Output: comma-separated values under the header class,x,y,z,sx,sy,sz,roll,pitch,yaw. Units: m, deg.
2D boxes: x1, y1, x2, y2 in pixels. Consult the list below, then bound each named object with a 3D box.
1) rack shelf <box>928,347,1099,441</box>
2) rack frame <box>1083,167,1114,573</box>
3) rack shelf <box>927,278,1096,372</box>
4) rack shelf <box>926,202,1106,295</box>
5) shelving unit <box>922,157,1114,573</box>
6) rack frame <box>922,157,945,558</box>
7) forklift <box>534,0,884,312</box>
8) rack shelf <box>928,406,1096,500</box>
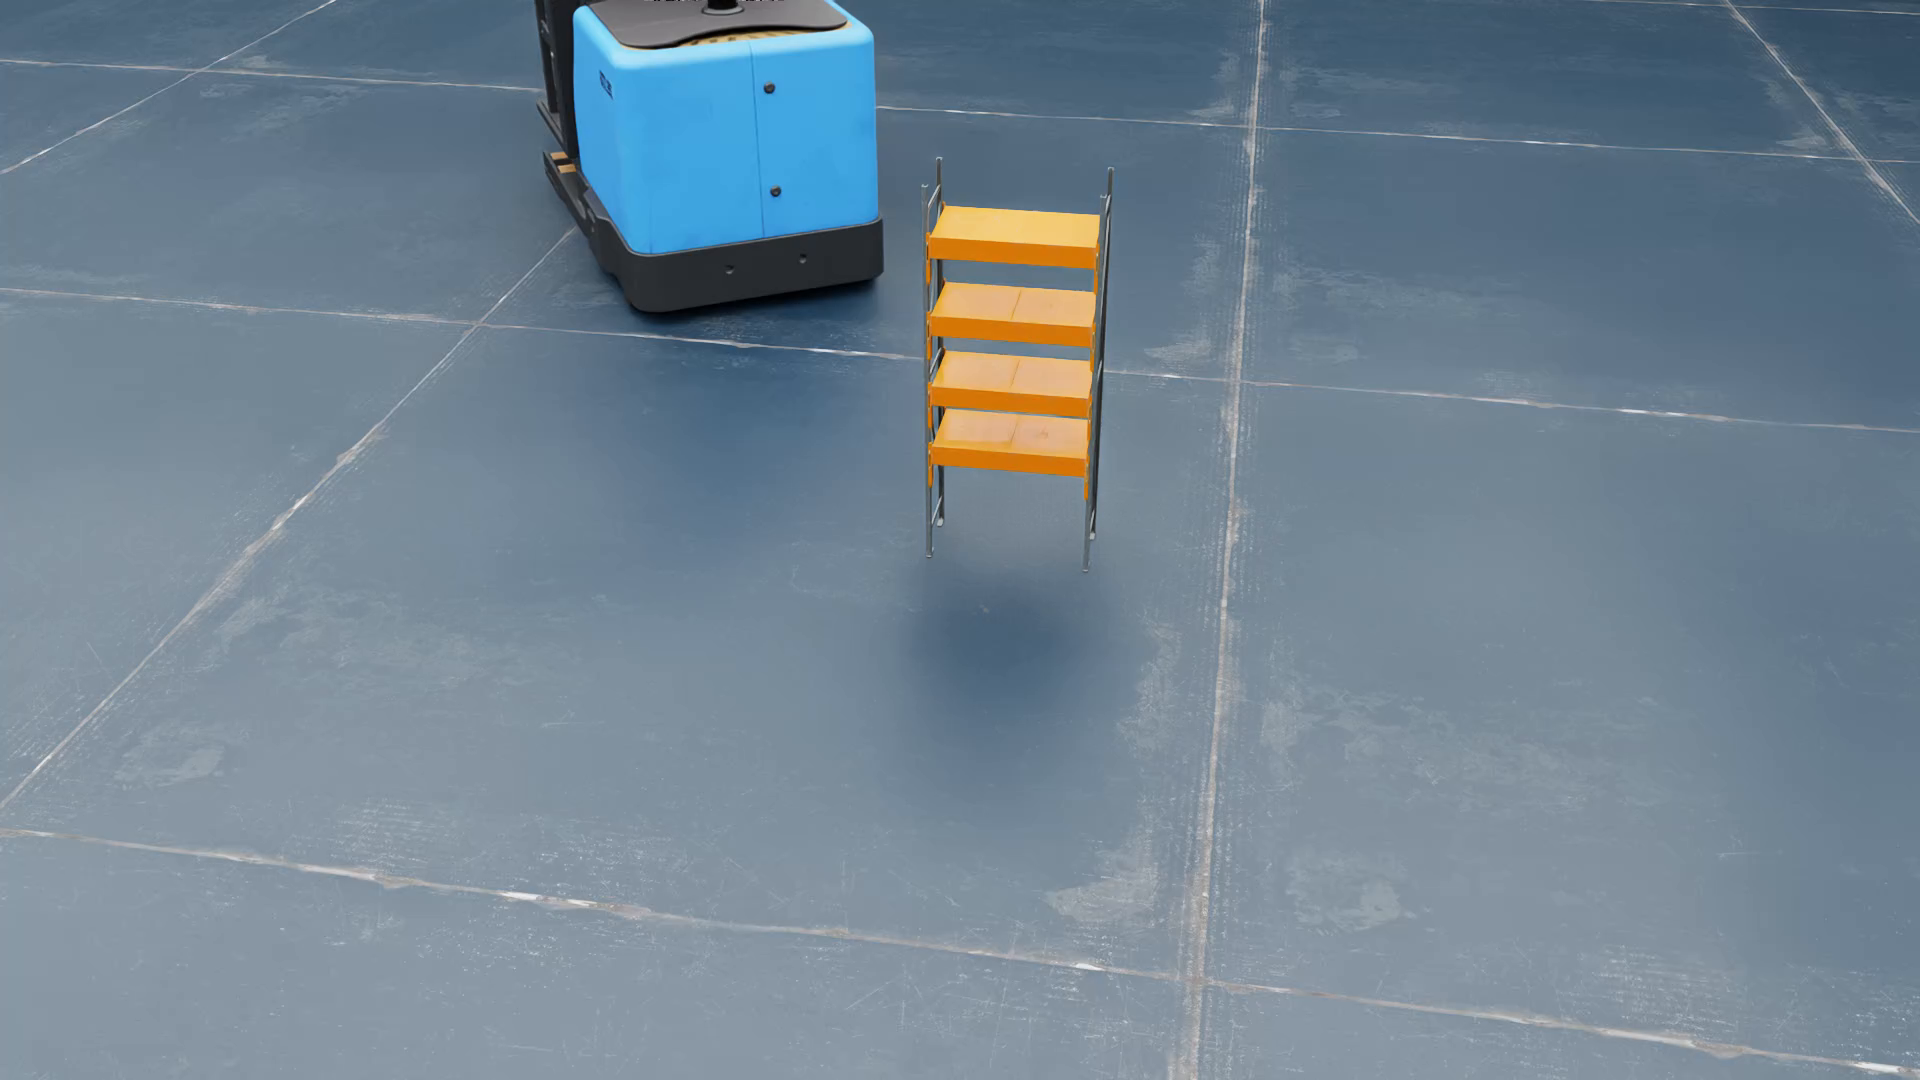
class,x,y,z,sx,sy,sz,roll,pitch,yaw
rack shelf,0.163,-0.437,4.944,0.480,0.148,0.258,5,32,8
rack frame,0.404,-0.472,4.873,0.015,1.200,0.240,5,32,8
rack shelf,0.163,-0.626,4.825,0.480,0.148,0.258,5,32,8
rack shelf,0.163,-0.827,4.700,0.480,0.148,0.258,5,32,8
shelving unit,0.163,-0.494,4.908,0.503,1.200,0.258,5,32,8
rack frame,-0.077,-0.516,4.943,0.015,1.200,0.240,5,32,8
forklift,-1.340,-2.908,7.134,1.130,2.935,3.031,-12,34,-19
rack shelf,0.163,-0.268,5.049,0.480,0.148,0.258,5,32,8
